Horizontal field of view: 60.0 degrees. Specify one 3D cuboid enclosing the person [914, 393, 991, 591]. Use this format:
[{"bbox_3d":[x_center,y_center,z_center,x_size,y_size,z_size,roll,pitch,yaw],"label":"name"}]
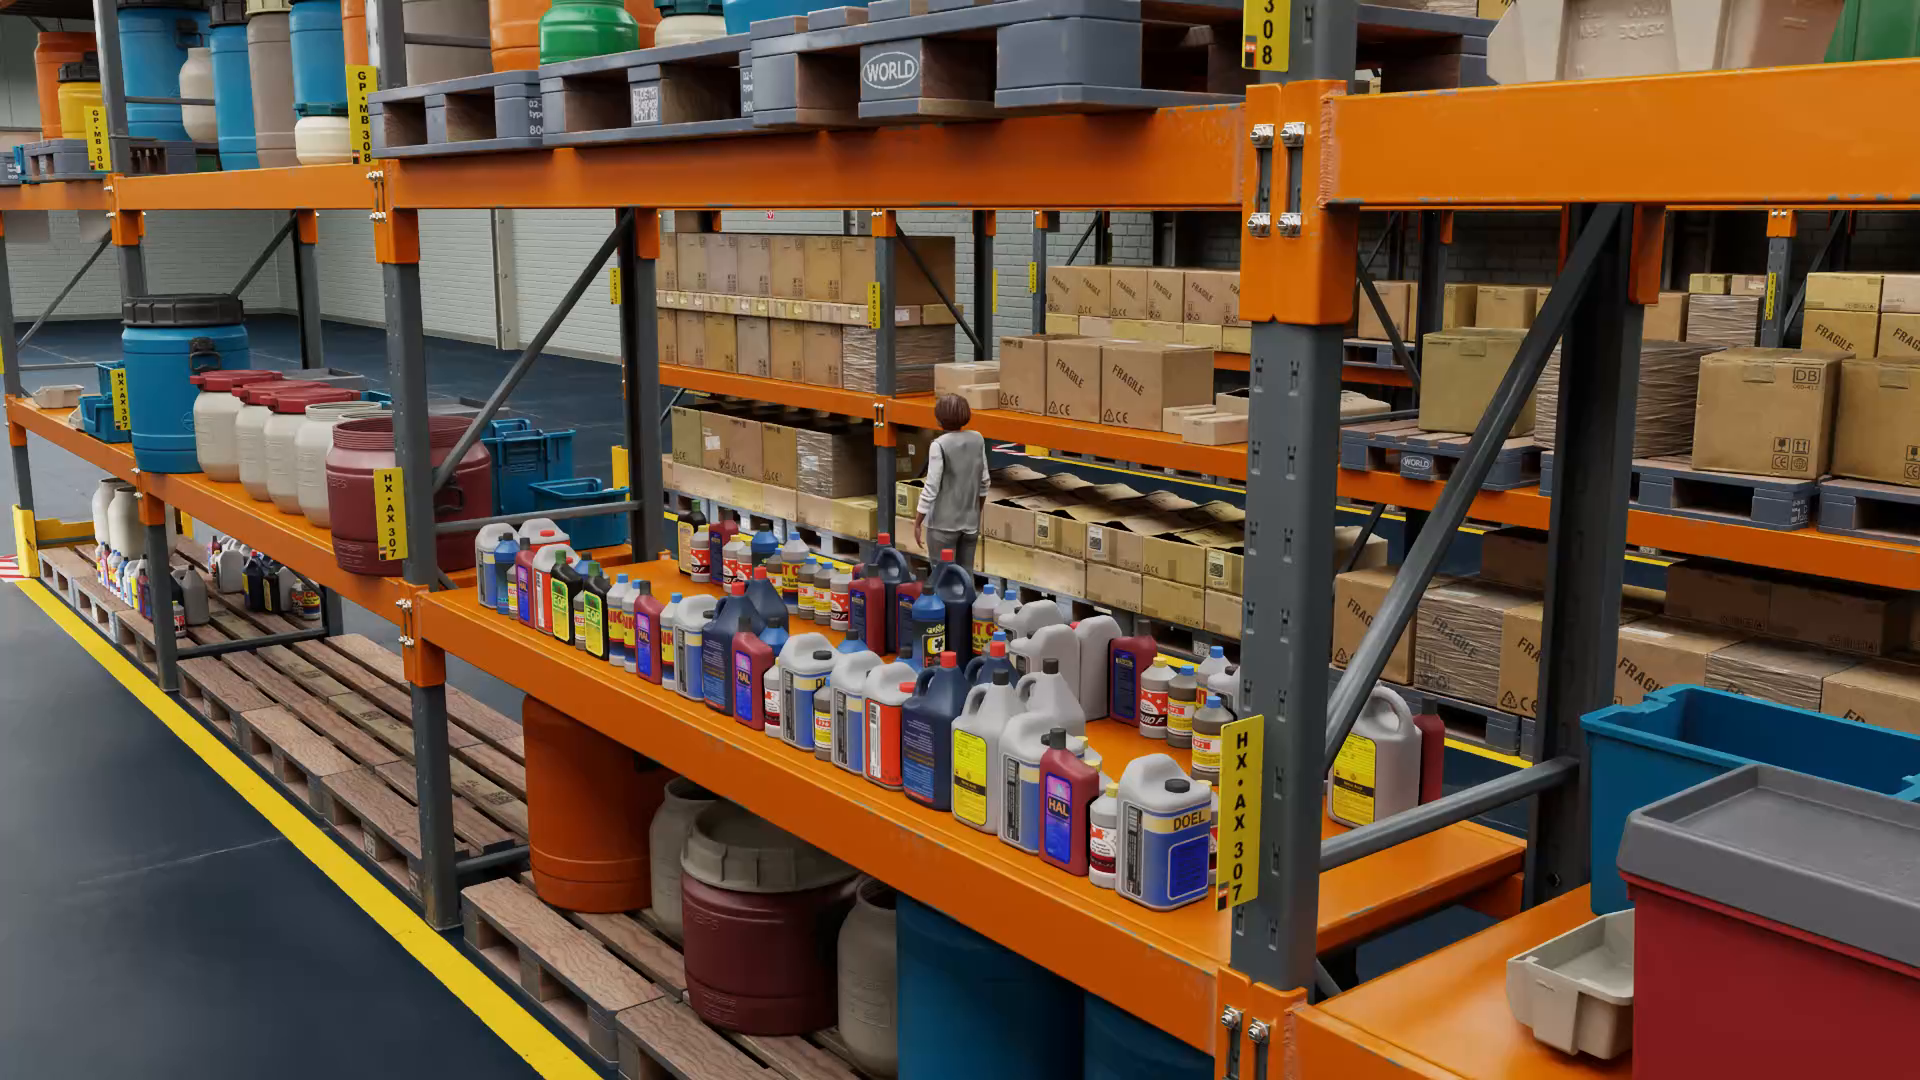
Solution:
[{"bbox_3d":[-0.084,-0.091,9.874,0.520,1.600,0.472,-9,14,-37],"label":"person"}]
